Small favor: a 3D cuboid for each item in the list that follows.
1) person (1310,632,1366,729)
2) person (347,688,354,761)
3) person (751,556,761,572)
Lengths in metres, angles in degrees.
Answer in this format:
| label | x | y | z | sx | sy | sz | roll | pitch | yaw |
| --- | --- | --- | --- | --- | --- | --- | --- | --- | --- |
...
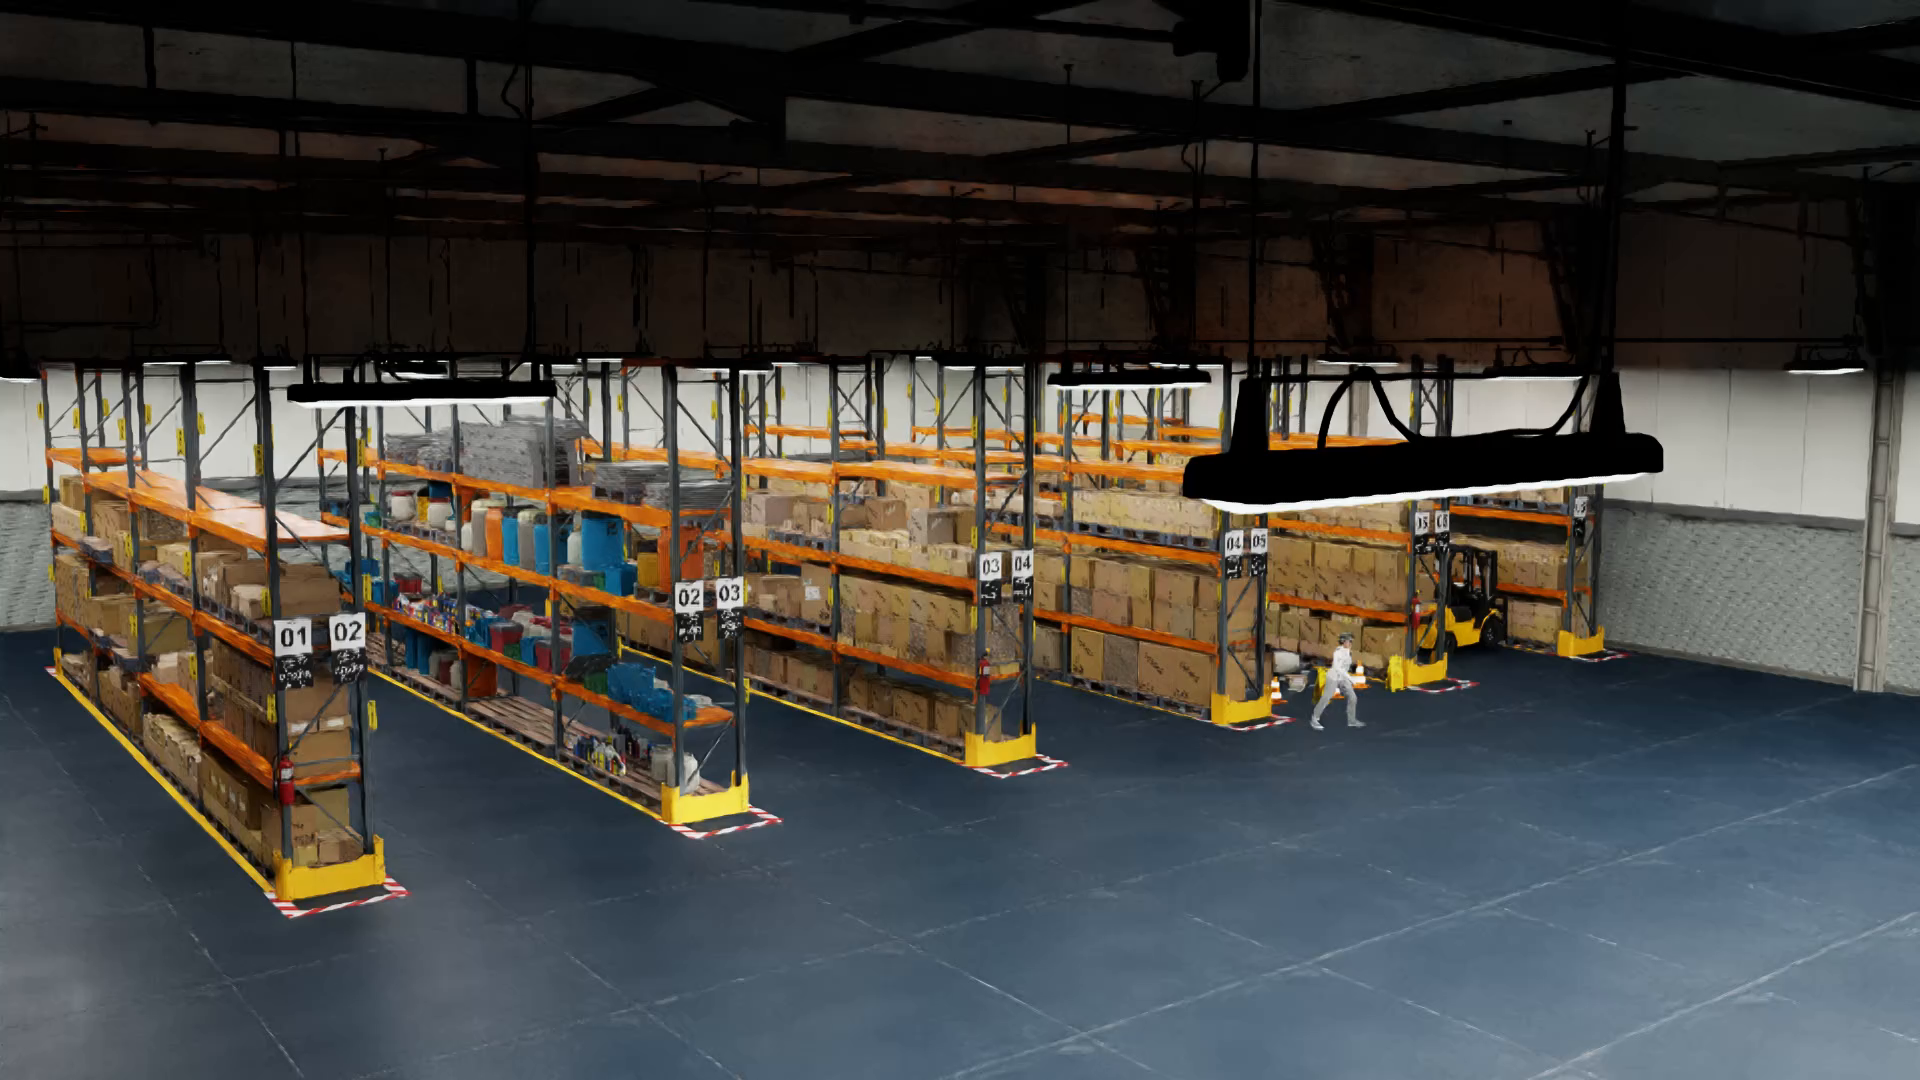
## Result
| label | x | y | z | sx | sy | sz | roll | pitch | yaw |
| --- | --- | --- | --- | --- | --- | --- | --- | --- | --- |
| person | 6.150 | 2.275 | 27.118 | 0.794 | 1.612 | 0.643 | 5 | 8 | 36 |
| person | -9.045 | 2.671 | 24.154 | 0.417 | 1.517 | 1.037 | -5 | 8 | -34 |
| person | -5.366 | 0.356 | 43.161 | 0.997 | 1.574 | 0.442 | 7 | 10 | 44 |
